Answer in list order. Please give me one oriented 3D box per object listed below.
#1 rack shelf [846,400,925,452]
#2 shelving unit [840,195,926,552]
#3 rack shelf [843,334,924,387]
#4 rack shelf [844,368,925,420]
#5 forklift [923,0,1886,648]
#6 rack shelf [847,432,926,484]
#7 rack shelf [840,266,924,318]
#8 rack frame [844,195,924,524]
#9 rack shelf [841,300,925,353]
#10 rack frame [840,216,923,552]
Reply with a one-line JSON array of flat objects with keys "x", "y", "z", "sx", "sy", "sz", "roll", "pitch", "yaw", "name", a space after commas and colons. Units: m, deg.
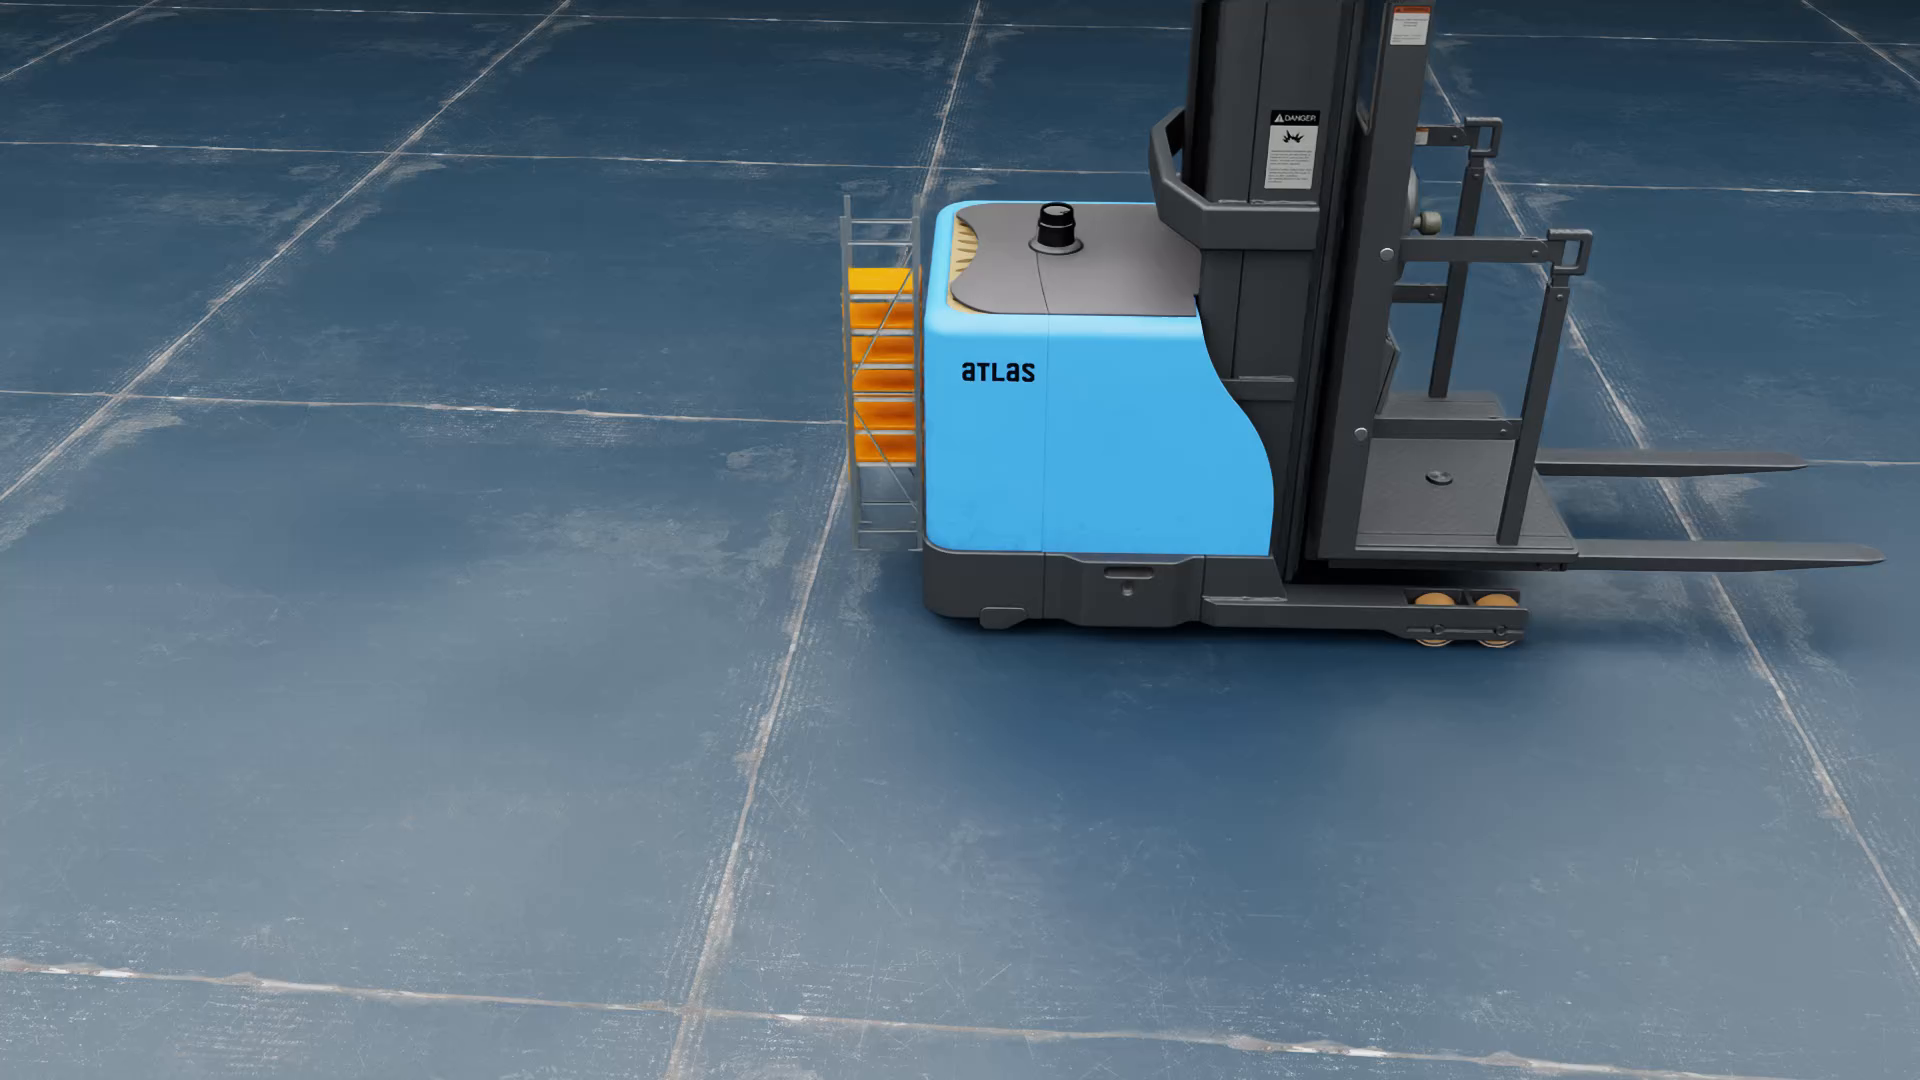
[{"x": -0.245, "y": -0.381, "z": 5.538, "sx": 0.258, "sy": 0.103, "sz": 0.180, "roll": 0, "pitch": 32, "yaw": 0, "name": "rack shelf"}, {"x": -0.245, "y": -0.521, "z": 5.451, "sx": 0.258, "sy": 1.200, "sz": 0.189, "roll": 0, "pitch": 32, "yaw": 0, "name": "shelving unit"}, {"x": -0.245, "y": -0.585, "z": 5.412, "sx": 0.258, "sy": 0.103, "sz": 0.180, "roll": 0, "pitch": 32, "yaw": 0, "name": "rack shelf"}, {"x": -0.245, "y": -0.483, "z": 5.475, "sx": 0.258, "sy": 0.103, "sz": 0.180, "roll": 0, "pitch": 32, "yaw": 0, "name": "rack shelf"}, {"x": 1.411, "y": -1.196, "z": 4.897, "sx": 3.031, "sy": 2.935, "sz": 1.130, "roll": 1, "pitch": 32, "yaw": 1, "name": "forklift"}, {"x": -0.245, "y": -0.279, "z": 5.601, "sx": 0.258, "sy": 0.103, "sz": 0.180, "roll": 0, "pitch": 32, "yaw": 0, "name": "rack shelf"}, {"x": -0.245, "y": -0.789, "z": 5.286, "sx": 0.258, "sy": 0.103, "sz": 0.180, "roll": 0, "pitch": 32, "yaw": 0, "name": "rack shelf"}, {"x": -0.244, "y": -0.569, "z": 5.529, "sx": 0.240, "sy": 1.200, "sz": 0.006, "roll": 0, "pitch": 32, "yaw": 0, "name": "rack frame"}, {"x": -0.245, "y": -0.687, "z": 5.349, "sx": 0.258, "sy": 0.103, "sz": 0.180, "roll": 0, "pitch": 32, "yaw": 0, "name": "rack shelf"}, {"x": -0.246, "y": -0.473, "z": 5.373, "sx": 0.240, "sy": 1.200, "sz": 0.006, "roll": 0, "pitch": 32, "yaw": 0, "name": "rack frame"}]
